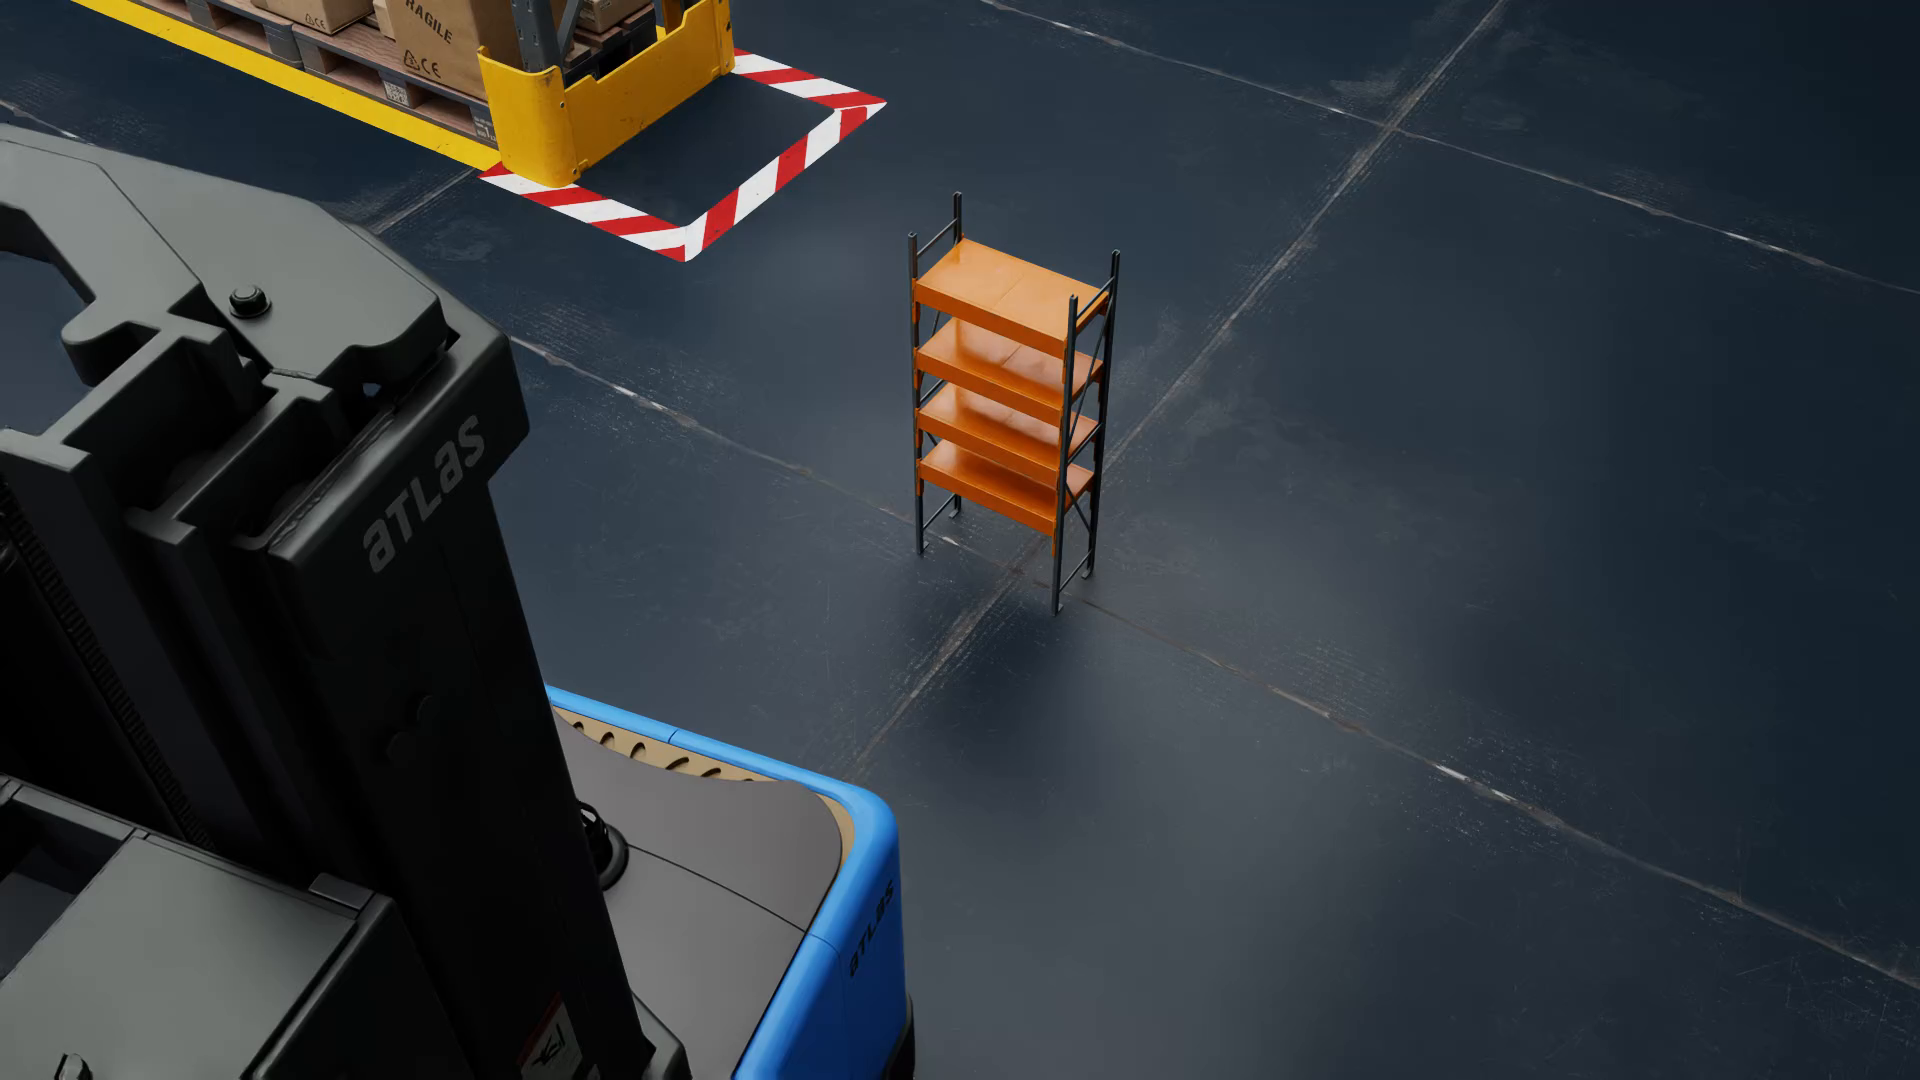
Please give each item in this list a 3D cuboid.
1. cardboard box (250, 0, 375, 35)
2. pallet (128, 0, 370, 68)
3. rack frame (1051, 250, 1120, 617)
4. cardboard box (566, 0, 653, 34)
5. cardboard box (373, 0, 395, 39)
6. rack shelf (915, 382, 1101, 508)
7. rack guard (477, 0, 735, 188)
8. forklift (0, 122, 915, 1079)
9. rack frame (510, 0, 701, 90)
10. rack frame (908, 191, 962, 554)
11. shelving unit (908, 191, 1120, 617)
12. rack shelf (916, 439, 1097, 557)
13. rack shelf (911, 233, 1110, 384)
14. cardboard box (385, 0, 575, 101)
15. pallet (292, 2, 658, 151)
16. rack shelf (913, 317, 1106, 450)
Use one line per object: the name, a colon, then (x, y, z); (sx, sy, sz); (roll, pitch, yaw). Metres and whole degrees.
cardboard box: (-2.726, -2.458, 7.158); (0.500, 0.250, 0.500); (25, 51, 22)
pallet: (-3.111, -2.654, 7.682); (1.213, 0.211, 1.003); (25, 51, 22)
rack frame: (0.345, -0.260, 4.666); (0.015, 1.200, 0.240); (25, 51, 22)
cardboard box: (-1.519, -2.345, 7.118); (0.250, 0.149, 0.380); (25, 51, 22)
cardboard box: (-2.235, -2.254, 7.018); (0.250, 0.166, 0.380); (25, 51, 22)
rack shelf: (0.139, -0.307, 4.806); (0.480, 0.148, 0.258); (25, 51, 22)
rack guard: (-1.416, -1.974, 6.819); (0.348, 0.500, 1.175); (25, 51, 22)
forklift: (-1.117, 1.095, 2.142); (1.130, 2.935, 3.031); (16, 48, 15)
rack frame: (-1.352, -2.815, 5.894); (0.127, 3.000, 1.000); (25, 51, 22)
rack frame: (-0.066, -0.449, 4.849); (0.015, 1.200, 0.240); (25, 51, 22)
shelving unit: (0.139, -0.354, 4.757); (0.503, 1.200, 0.258); (25, 51, 22)
rack shelf: (0.139, -0.169, 4.948); (0.480, 0.148, 0.258); (25, 51, 22)
rack shelf: (0.139, -0.628, 4.476); (0.480, 0.148, 0.258); (25, 51, 22)
cardboard box: (-1.943, -2.159, 6.693); (0.500, 0.500, 0.500); (25, 51, 22)
pallet: (-2.088, -2.181, 7.222); (1.213, 0.211, 1.003); (25, 51, 22)
rack shelf: (0.139, -0.463, 4.645); (0.480, 0.148, 0.258); (25, 51, 22)
